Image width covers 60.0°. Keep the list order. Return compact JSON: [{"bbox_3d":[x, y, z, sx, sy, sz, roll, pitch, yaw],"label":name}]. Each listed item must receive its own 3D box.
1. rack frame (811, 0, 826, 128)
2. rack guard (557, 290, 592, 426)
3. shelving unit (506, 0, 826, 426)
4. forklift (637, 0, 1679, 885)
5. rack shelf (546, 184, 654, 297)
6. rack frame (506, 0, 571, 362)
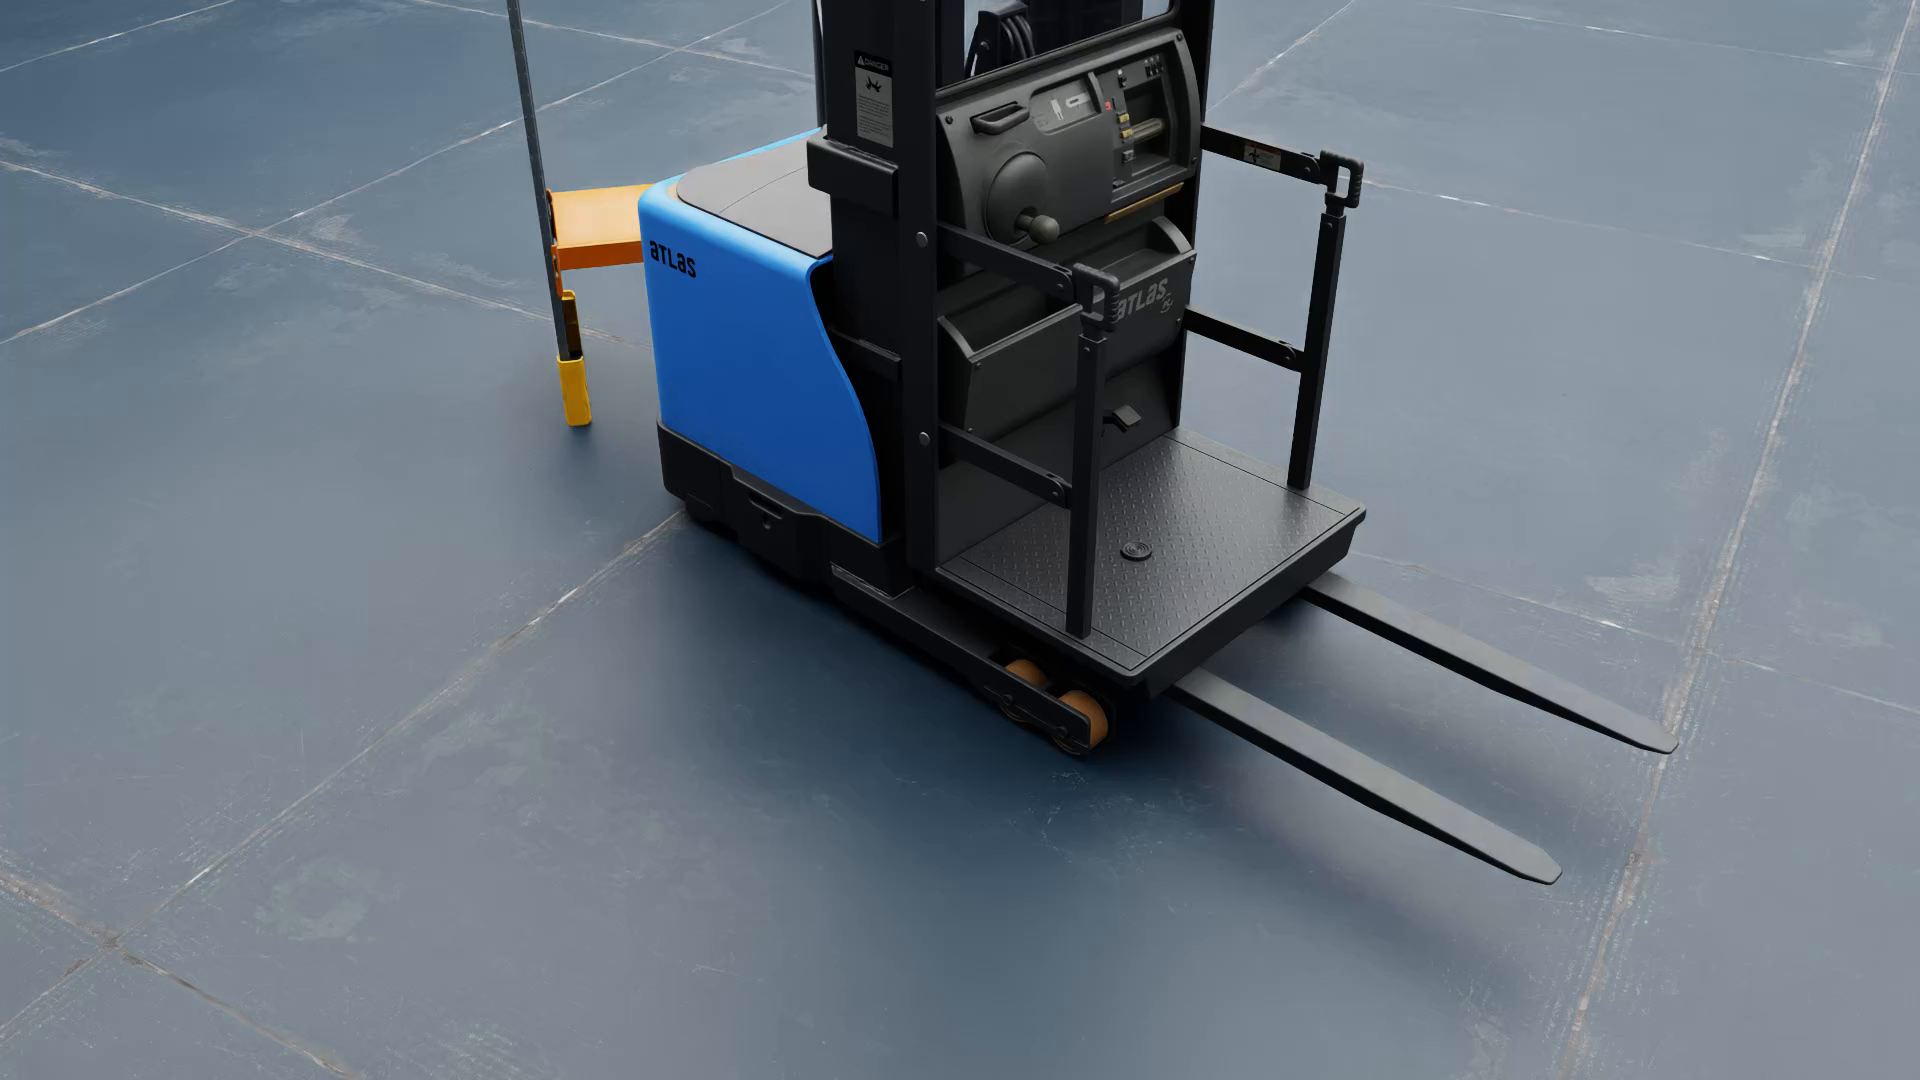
[{"bbox_3d":[-0.444,-1.321,5.881,0.032,1.500,0.500,-8,34,-12],"label":"rack frame"},{"bbox_3d":[-1.411,-0.666,6.025,0.087,0.250,0.587,-8,34,-12],"label":"rack guard"},{"bbox_3d":[-0.928,-1.254,5.780,1.083,1.500,0.587,-8,34,-12],"label":"shelving unit"},{"bbox_3d":[0.450,-0.981,4.079,3.031,2.935,1.130,28,43,35],"label":"forklift"},{"bbox_3d":[-0.937,-1.103,5.877,1.000,0.185,0.538,-8,34,-12],"label":"rack shelf"},{"bbox_3d":[-1.430,-1.184,5.675,0.032,1.500,0.500,-8,34,-12],"label":"rack frame"}]
